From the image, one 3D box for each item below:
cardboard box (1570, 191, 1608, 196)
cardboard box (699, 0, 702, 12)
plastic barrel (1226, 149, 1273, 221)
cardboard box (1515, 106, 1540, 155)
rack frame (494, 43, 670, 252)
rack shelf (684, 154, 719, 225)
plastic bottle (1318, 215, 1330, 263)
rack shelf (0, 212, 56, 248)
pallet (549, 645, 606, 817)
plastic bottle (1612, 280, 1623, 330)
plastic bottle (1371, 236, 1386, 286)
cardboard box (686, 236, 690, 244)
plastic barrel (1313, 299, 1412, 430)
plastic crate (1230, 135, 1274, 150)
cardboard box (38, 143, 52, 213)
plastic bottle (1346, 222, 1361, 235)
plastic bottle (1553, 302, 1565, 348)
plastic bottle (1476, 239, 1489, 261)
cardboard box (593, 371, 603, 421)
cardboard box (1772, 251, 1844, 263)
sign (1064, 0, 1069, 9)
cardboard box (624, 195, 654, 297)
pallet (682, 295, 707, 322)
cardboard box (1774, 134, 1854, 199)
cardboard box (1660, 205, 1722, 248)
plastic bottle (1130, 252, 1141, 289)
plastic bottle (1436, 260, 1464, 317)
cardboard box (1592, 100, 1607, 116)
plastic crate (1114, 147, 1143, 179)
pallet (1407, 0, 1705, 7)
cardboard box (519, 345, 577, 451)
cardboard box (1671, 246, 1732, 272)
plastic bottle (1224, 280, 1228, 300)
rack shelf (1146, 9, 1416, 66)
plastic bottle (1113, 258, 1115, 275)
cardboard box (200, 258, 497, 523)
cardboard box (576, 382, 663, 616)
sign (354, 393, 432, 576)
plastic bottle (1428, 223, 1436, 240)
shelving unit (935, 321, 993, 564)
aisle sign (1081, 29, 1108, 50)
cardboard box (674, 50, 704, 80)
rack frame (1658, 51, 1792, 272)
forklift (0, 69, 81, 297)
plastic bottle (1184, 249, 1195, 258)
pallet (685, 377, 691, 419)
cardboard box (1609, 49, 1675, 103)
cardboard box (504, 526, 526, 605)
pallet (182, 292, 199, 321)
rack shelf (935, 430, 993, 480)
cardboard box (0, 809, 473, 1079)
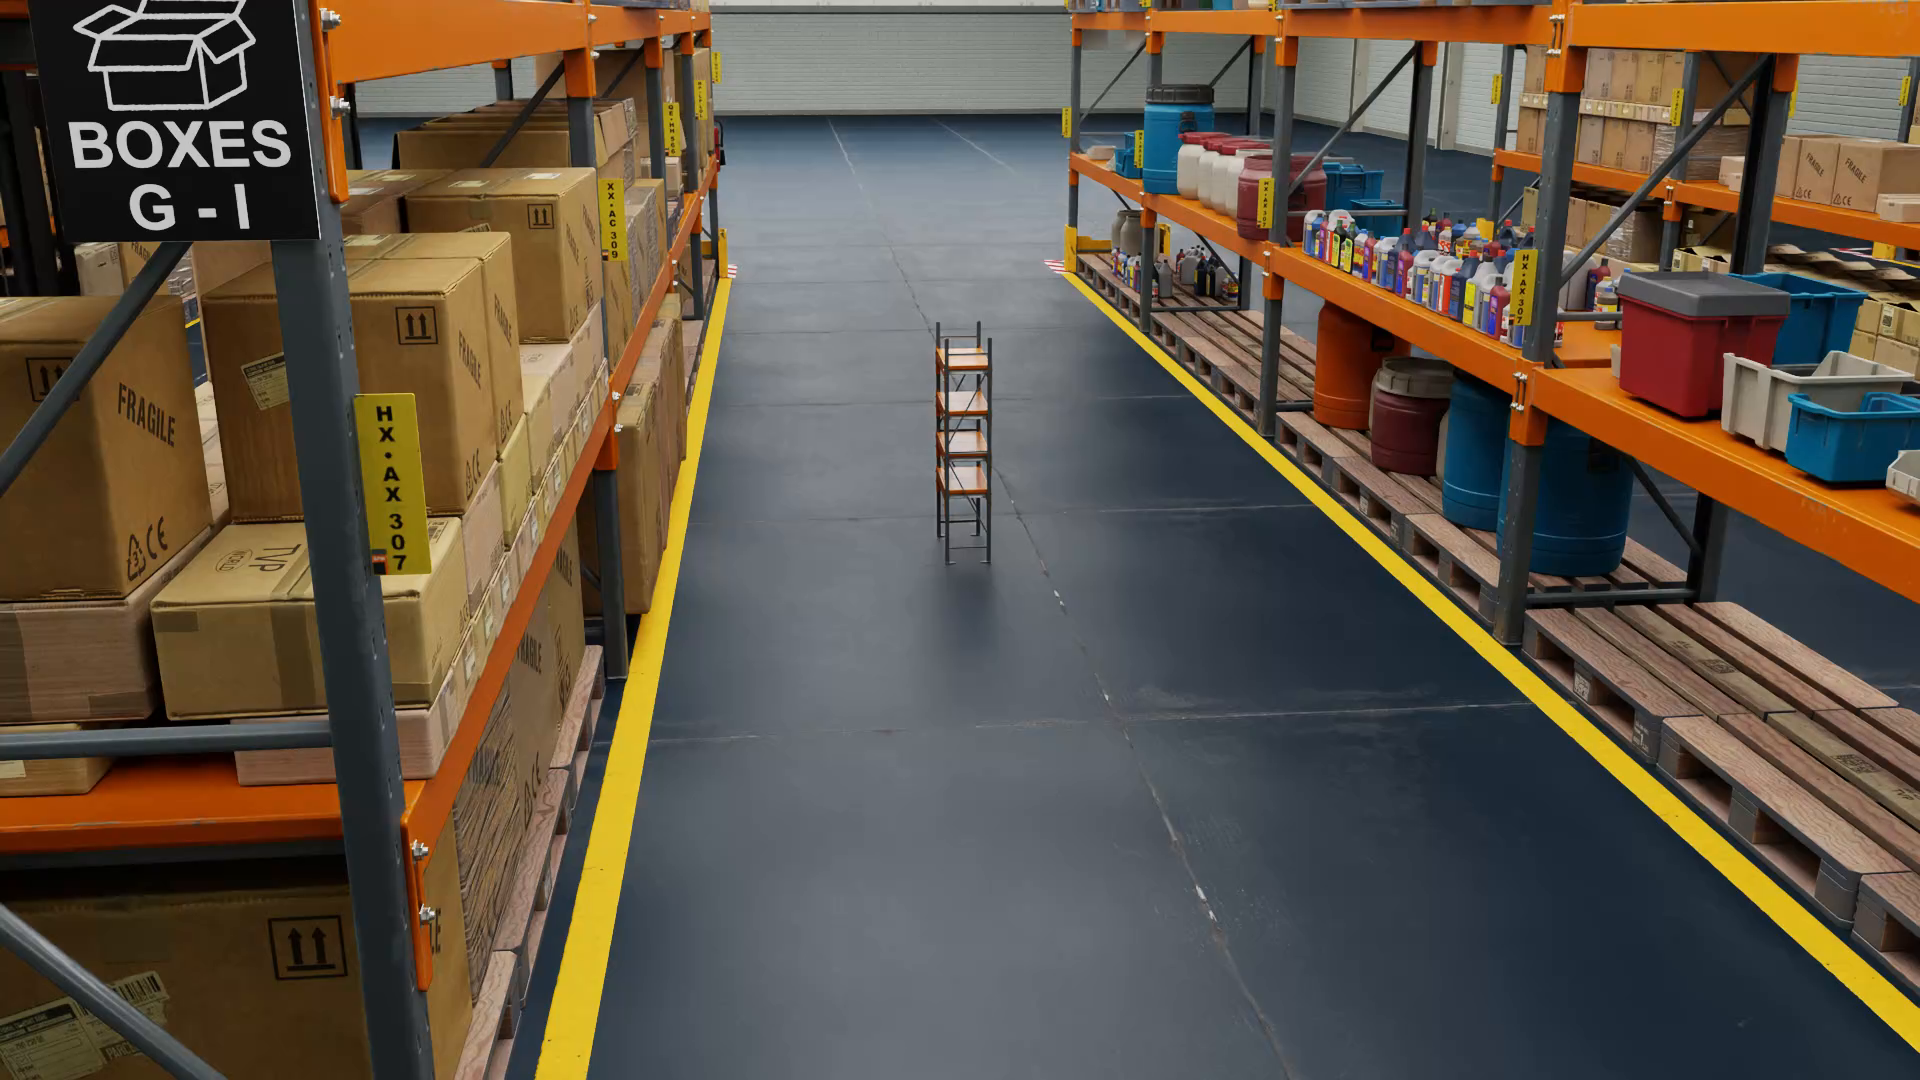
[{"bbox_3d":[6.618,-3.482,17.898,0.500,0.500,0.500,-2,18,-6],"label":"cardboard box"},{"bbox_3d":[-2.730,-5.168,15.872,0.500,0.250,0.500,-2,18,-7],"label":"cardboard box"},{"bbox_3d":[2.202,-2.643,12.402,0.421,0.512,0.421,0,17,0],"label":"plastic barrel"},{"bbox_3d":[6.701,-4.608,18.681,0.700,0.500,0.500,-2,18,-6],"label":"cardboard box"},{"bbox_3d":[-2.363,-2.012,10.577,1.000,3.000,0.127,-2,18,-6],"label":"rack frame"},{"bbox_3d":[-2.982,-3.456,16.378,1.077,0.370,4.000,-2,18,-6],"label":"rack shelf"},{"bbox_3d":[2.275,-1.871,10.323,0.061,0.283,0.133,-2,18,-6],"label":"plastic bottle"},{"bbox_3d":[-7.513,-2.141,12.190,1.077,0.370,4.000,-2,18,-6],"label":"rack shelf"},{"bbox_3d":[-1.950,0.740,6.469,1.003,0.211,1.213,-2,18,-6],"label":"pallet"},{"bbox_3d":[3.270,-1.172,8.111,0.152,0.276,0.135,-2,18,-6],"label":"plastic bottle"},{"bbox_3d":[2.391,-1.585,9.432,0.097,0.271,0.097,0,17,0],"label":"plastic bottle"},{"bbox_3d":[-2.999,-2.852,16.726,0.500,0.500,0.500,0,17,0],"label":"cardboard box"},{"bbox_3d":[2.631,-1.184,10.864,0.600,0.830,0.708,-2,18,-6],"label":"plastic barrel"},{"bbox_3d":[2.506,-3.252,14.421,0.402,0.464,0.583,-2,18,-6],"label":"plastic crate"},{"bbox_3d":[-7.347,-2.830,13.017,0.500,0.500,0.500,-2,18,-6],"label":"cardboard box"},{"bbox_3d":[2.380,-1.793,10.095,0.097,0.271,0.097,0,17,0],"label":"plastic bottle"},{"bbox_3d":[2.736,-0.995,7.670,0.097,0.201,0.097,0,17,0],"label":"plastic bottle"},{"bbox_3d":[3.108,-1.685,9.867,0.097,0.201,0.097,0,17,0],"label":"plastic bottle"},{"bbox_3d":[-1.566,-0.542,6.316,0.380,0.149,0.250,-1,17,-5],"label":"cardboard box"},{"bbox_3d":[7.465,-2.398,14.760,0.500,0.311,0.500,-1,17,-4],"label":"cardboard box"},{"bbox_3d":[1.191,-5.968,18.155,0.100,0.325,0.005,-2,18,-6],"label":"sign"},{"bbox_3d":[-1.963,-1.617,9.152,0.500,0.500,0.500,-2,18,-7],"label":"cardboard box"},{"bbox_3d":[-2.880,-2.072,15.424,1.003,0.211,1.213,-2,18,-6],"label":"pallet"},{"bbox_3d":[7.196,-3.170,14.099,0.500,0.500,0.500,-1,17,-2],"label":"cardboard box"},{"bbox_3d":[7.283,-3.051,16.525,0.500,0.500,0.500,-2,18,-6],"label":"cardboard box"},{"bbox_3d":[1.745,-2.639,16.262,0.144,0.351,0.185,-2,18,-6],"label":"plastic bottle"},{"bbox_3d":[2.524,-1.280,8.454,0.152,0.276,0.135,-2,18,-6],"label":"plastic bottle"},{"bbox_3d":[6.678,-4.397,16.926,0.380,0.149,0.250,-1,17,-4],"label":"cardboard box"},{"bbox_3d":[1.767,-3.607,15.906,0.499,0.251,0.616,-2,18,-6],"label":"plastic crate"},{"bbox_3d":[2.798,-2.544,7.581,1.213,0.211,1.003,-2,18,-6],"label":"pallet"},{"bbox_3d":[-1.535,-0.461,5.390,0.500,0.250,0.500,-1,17,-5],"label":"cardboard box"},{"bbox_3d":[6.873,-2.533,15.192,0.500,0.311,0.500,-2,18,-5],"label":"cardboard box"},{"bbox_3d":[2.544,-2.370,15.655,0.097,0.201,0.097,0,17,0],"label":"plastic bottle"},{"bbox_3d":[2.358,-3.848,12.621,1.077,0.370,4.000,-2,18,-6],"label":"rack shelf"},{"bbox_3d":[1.626,-2.842,17.160,0.097,0.201,0.097,0,17,0],"label":"plastic bottle"},{"bbox_3d":[-1.370,-0.357,3.807,0.500,0.500,0.500,-2,18,-7],"label":"cardboard box"},{"bbox_3d":[-2.036,-0.197,7.641,1.225,0.875,0.875,-2,18,-5],"label":"cardboard box"},{"bbox_3d":[-0.985,-0.094,2.892,0.100,0.325,0.005,-2,18,-6],"label":"sign"},{"bbox_3d":[3.024,-1.928,10.641,0.097,0.201,0.097,0,17,0],"label":"plastic bottle"},{"bbox_3d":[0.017,-0.523,8.840,0.258,1.200,0.503,-2,18,-6],"label":"shelving unit"},{"bbox_3d":[1.440,-5.801,18.306,0.394,0.787,0.004,-2,18,-6],"label":"aisle sign"},{"bbox_3d":[-2.736,-4.458,16.038,0.500,0.500,0.500,-2,18,-6],"label":"cardboard box"},{"bbox_3d":[7.079,-3.508,15.344,1.000,3.000,0.127,-2,18,-6],"label":"rack frame"},{"bbox_3d":[-4.763,-1.105,7.802,1.130,2.935,3.031,-12,21,-33],"label":"forklift"},{"bbox_3d":[2.363,-2.849,17.057,0.152,0.276,0.135,-2,18,-5],"label":"plastic bottle"},{"bbox_3d":[-2.442,-0.914,11.736,1.003,0.211,1.213,-2,18,-6],"label":"pallet"},{"bbox_3d":[6.922,-4.607,16.510,0.700,0.500,0.500,-2,18,-6],"label":"cardboard box"},{"bbox_3d":[-1.354,0.070,4.367,0.380,0.149,0.250,-2,18,-7],"label":"cardboard box"},{"bbox_3d":[-7.849,-2.343,16.288,1.003,0.211,1.213,-2,18,-6],"label":"pallet"},{"bbox_3d":[0.017,-0.459,8.860,0.258,0.148,0.480,-2,18,-6],"label":"rack shelf"},{"bbox_3d":[-1.683,0.997,3.840,0.875,0.875,0.875,-2,18,-6],"label":"cardboard box"}]
